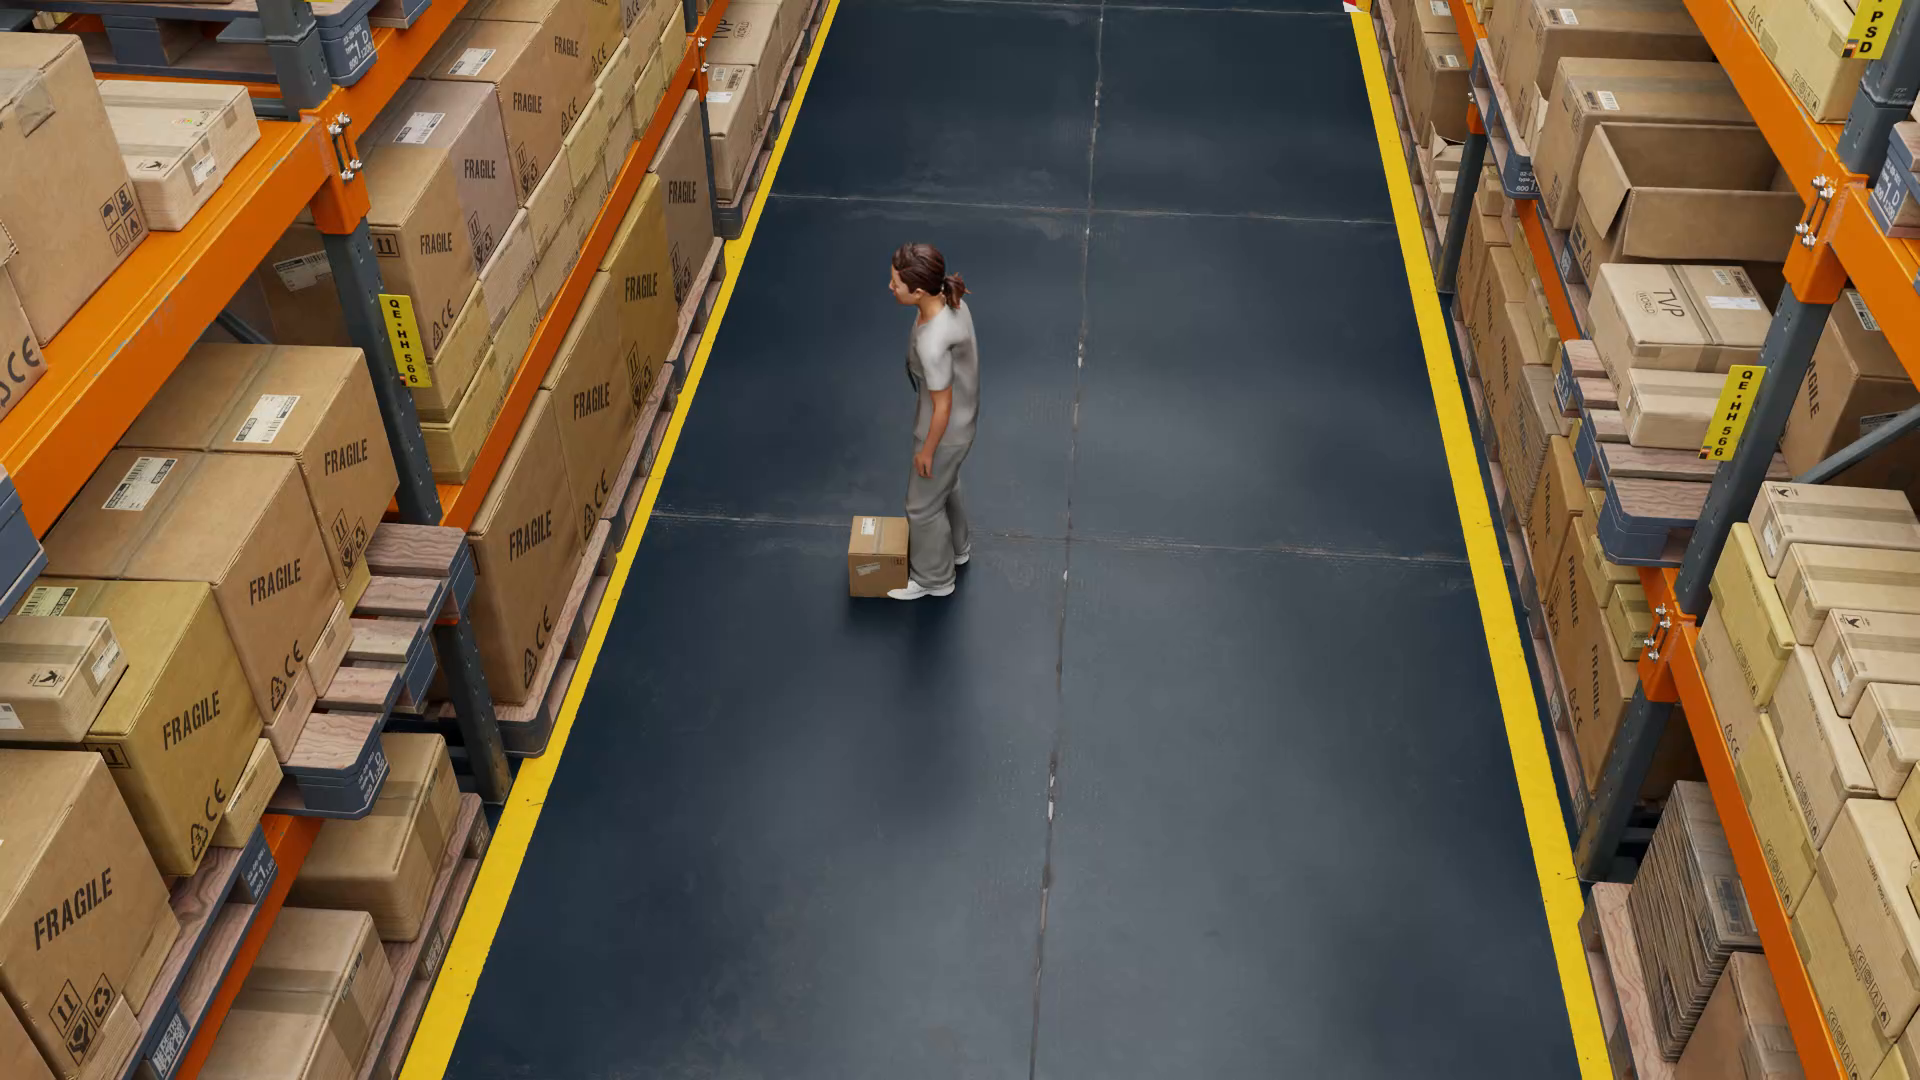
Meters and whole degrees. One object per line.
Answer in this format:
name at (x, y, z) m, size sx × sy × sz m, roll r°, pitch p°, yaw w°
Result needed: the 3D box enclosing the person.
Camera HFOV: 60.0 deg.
person at (-0.123, -0.465, 6.707) m, size 0.403 × 1.672 × 0.498 m, roll 3°, pitch 40°, yaw 3°
